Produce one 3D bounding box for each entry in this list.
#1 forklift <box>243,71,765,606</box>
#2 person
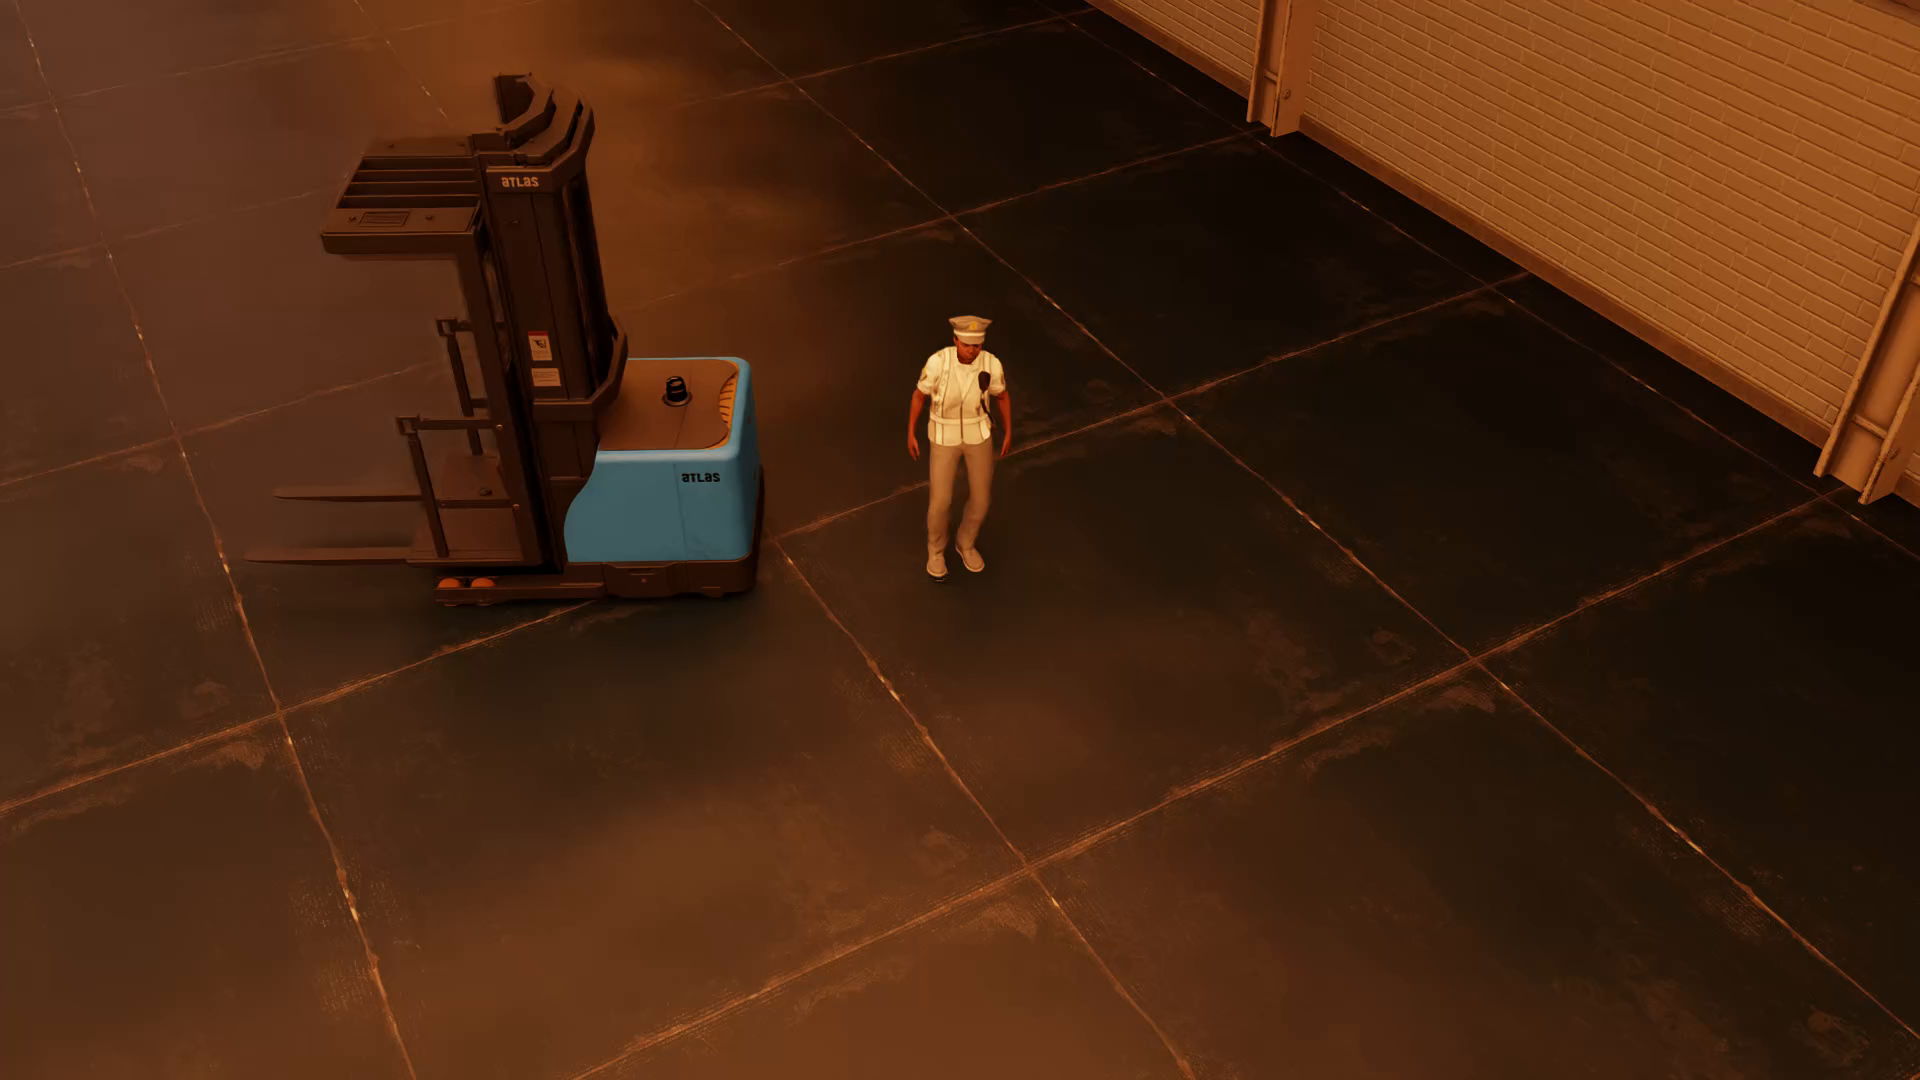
[{"bbox_3d":[-2.745,-1.079,9.337,3.031,2.935,1.130,-1,40,-1],"label":"forklift"},{"bbox_3d":[0.001,-0.558,9.708,0.621,1.672,0.493,-3,40,-3],"label":"person"}]
